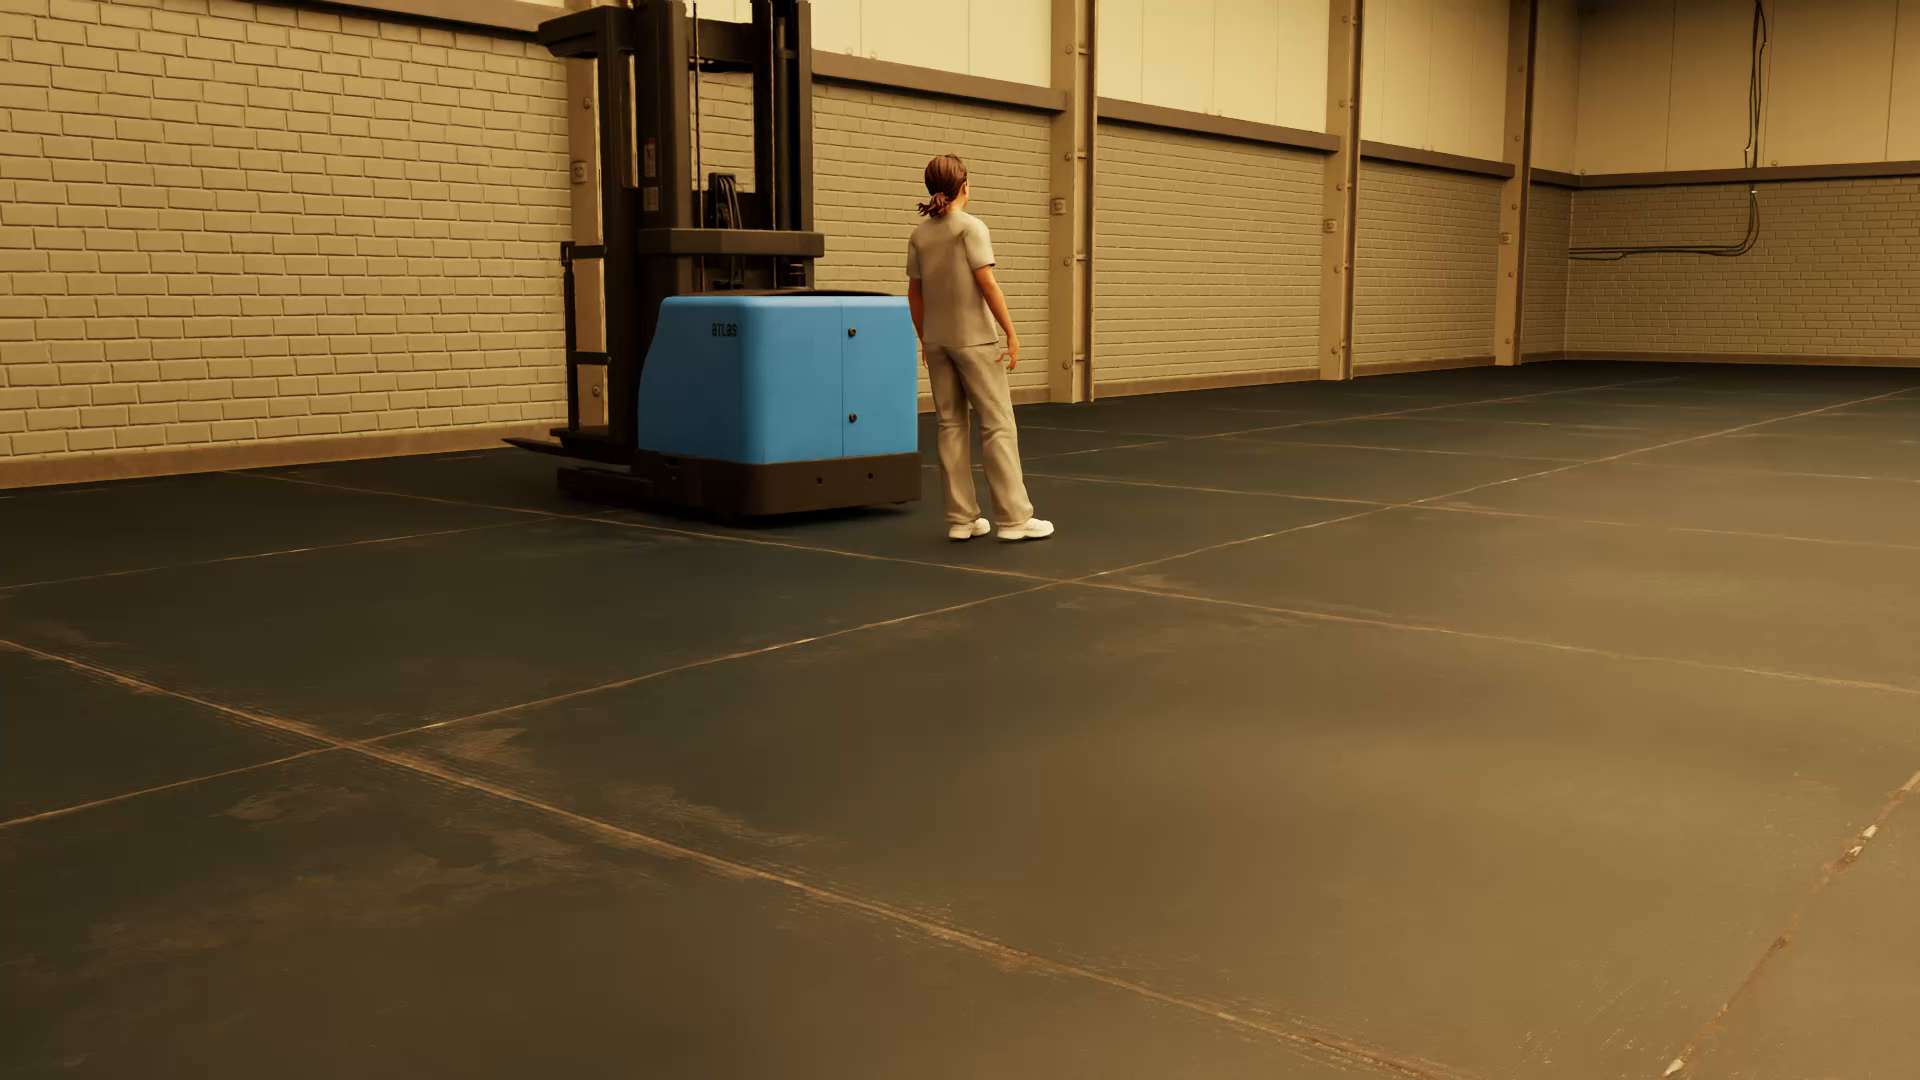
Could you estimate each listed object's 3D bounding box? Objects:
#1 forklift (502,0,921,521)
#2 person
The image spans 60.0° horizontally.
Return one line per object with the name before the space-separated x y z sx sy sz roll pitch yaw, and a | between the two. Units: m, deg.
forklift | -1.529 -1.702 8.912 1.130 2.935 3.031 -7 11 -40
person | 0.057 -0.844 7.331 0.550 1.673 0.548 7 11 38
